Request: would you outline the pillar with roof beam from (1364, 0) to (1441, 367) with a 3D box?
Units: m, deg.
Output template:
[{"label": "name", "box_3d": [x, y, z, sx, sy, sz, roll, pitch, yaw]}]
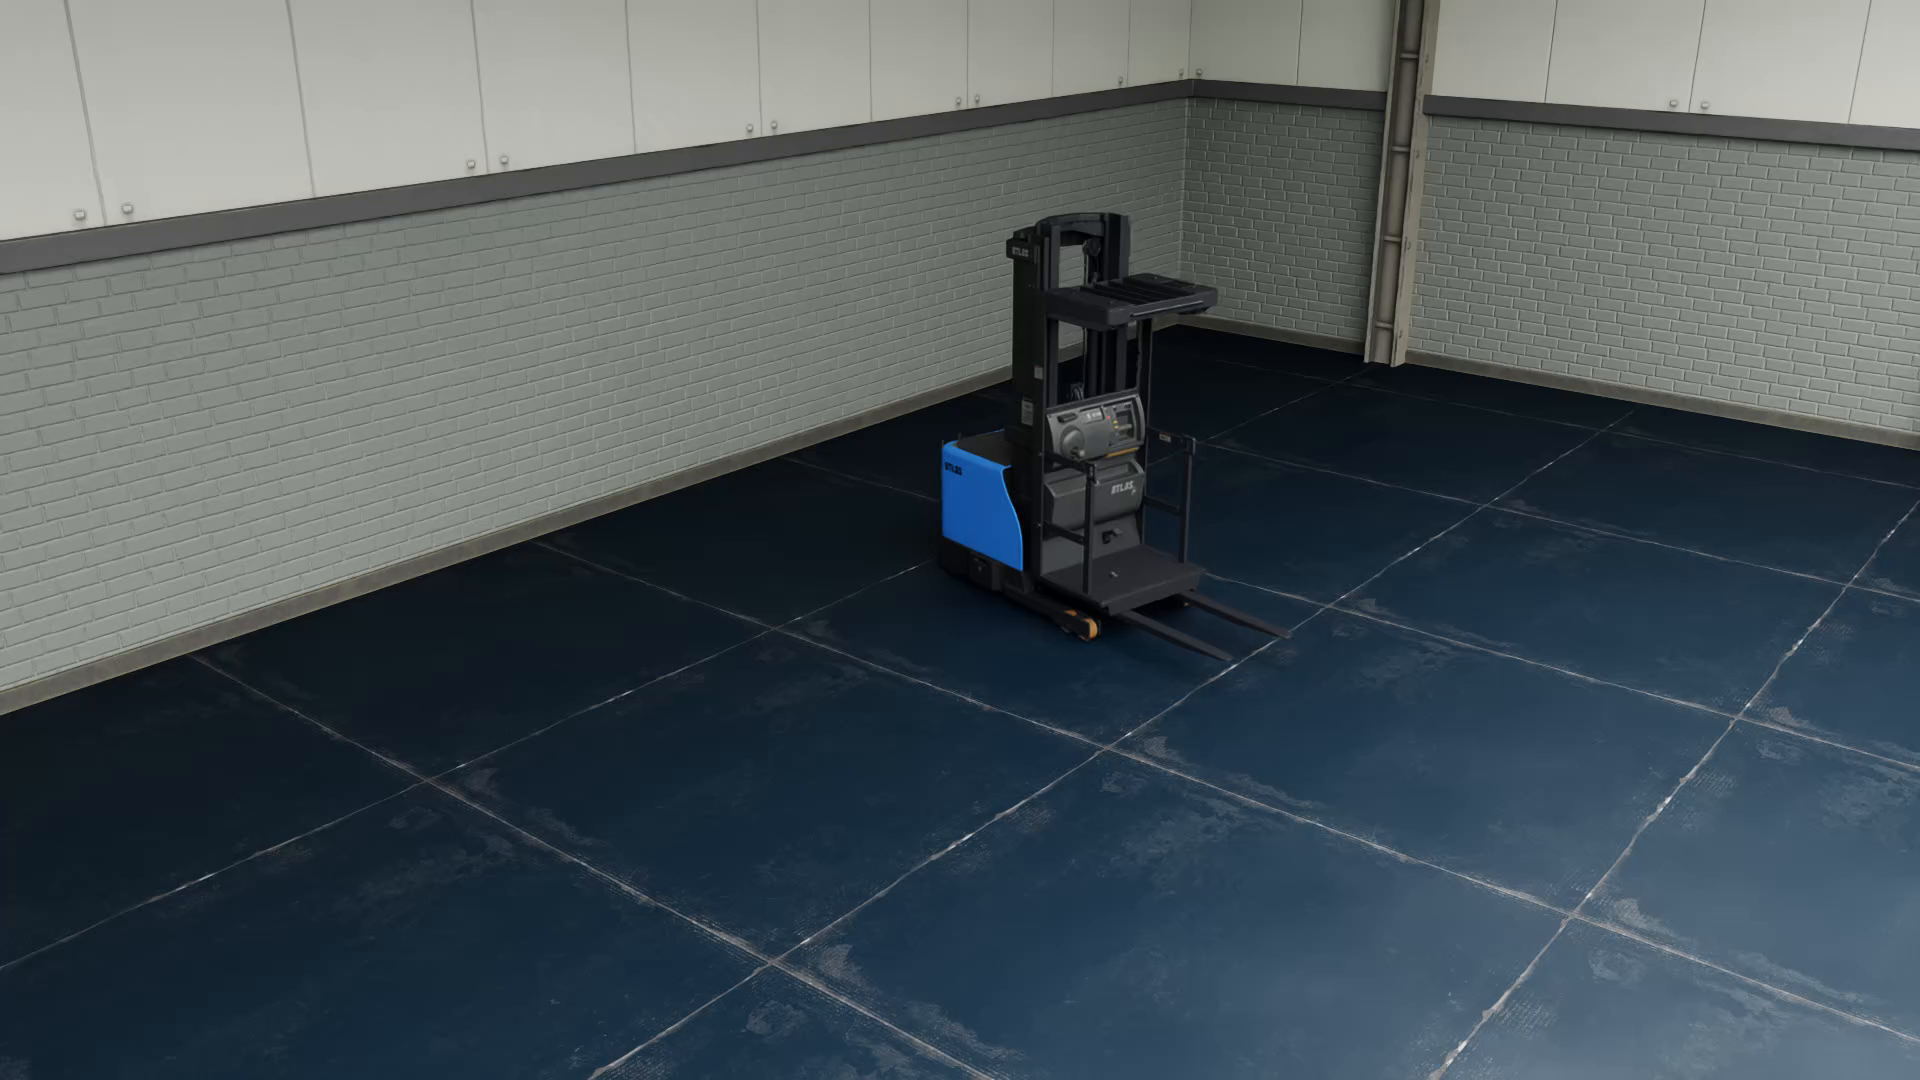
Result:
[{"label": "pillar with roof beam", "box_3d": [2.331, -5.154, 15.085, 0.400, 9.000, 9.100, 16, 26, 36]}]

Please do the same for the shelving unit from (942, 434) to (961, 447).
[{"label": "shelving unit", "box_3d": [0.006, -0.419, 14.007, 0.210, 0.900, 0.258, 16, 26, 36]}]

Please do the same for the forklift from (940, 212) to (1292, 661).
[{"label": "forklift", "box_3d": [1.148, -0.831, 12.220, 1.130, 2.935, 3.031, -16, 26, -36]}]

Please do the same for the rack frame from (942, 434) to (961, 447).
[{"label": "rack frame", "box_3d": [-0.072, -0.442, 14.067, 0.006, 0.900, 0.240, 16, 26, 36]}]
